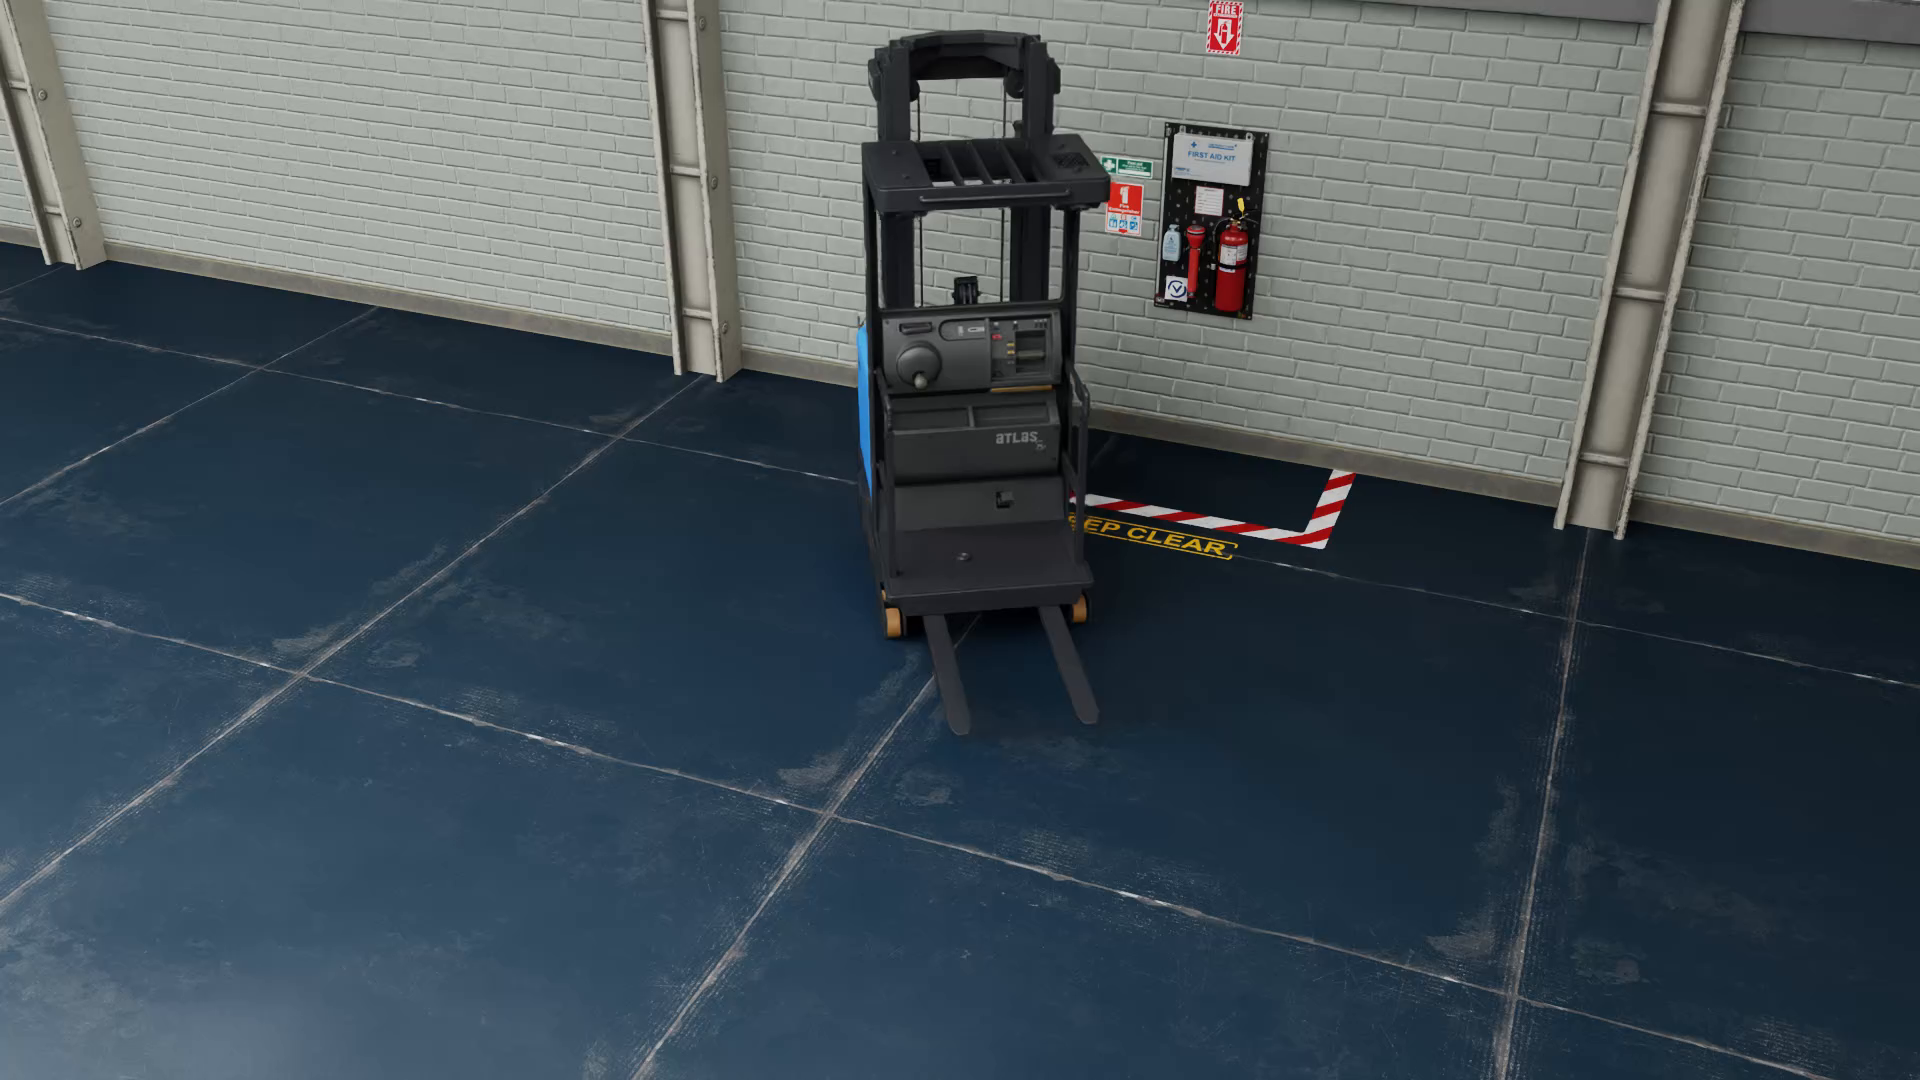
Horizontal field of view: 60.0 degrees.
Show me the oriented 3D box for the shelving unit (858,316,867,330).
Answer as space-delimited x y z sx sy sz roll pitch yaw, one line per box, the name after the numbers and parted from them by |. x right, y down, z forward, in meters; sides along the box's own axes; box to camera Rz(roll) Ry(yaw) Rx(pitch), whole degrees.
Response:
-0.469 -0.915 10.303 0.252 1.050 0.215 7 30 12 | shelving unit

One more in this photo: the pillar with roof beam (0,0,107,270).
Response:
-8.973 -4.281 8.178 0.400 9.000 9.100 11 31 19 | pillar with roof beam

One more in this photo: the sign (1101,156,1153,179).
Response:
1.017 -2.277 10.155 0.331 0.109 0.001 11 31 19 | sign

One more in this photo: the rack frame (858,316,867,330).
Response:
-0.588 -0.930 10.329 0.008 1.050 0.200 7 30 12 | rack frame

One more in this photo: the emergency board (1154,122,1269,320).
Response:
1.490 -1.886 10.039 0.643 1.169 0.194 11 31 19 | emergency board

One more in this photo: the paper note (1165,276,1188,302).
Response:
1.351 -1.567 10.369 0.142 0.148 0.016 11 31 19 | paper note

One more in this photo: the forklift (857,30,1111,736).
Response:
0.098 -0.941 8.436 1.130 2.935 3.031 -4 30 -7 | forklift

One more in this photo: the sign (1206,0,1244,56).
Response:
1.520 -2.942 9.551 0.199 0.298 0.001 11 31 19 | sign

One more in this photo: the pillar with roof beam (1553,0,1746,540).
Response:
2.147 -2.060 4.250 0.400 9.000 9.100 11 31 19 | pillar with roof beam

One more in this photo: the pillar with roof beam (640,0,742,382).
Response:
-3.413 -3.170 6.214 0.400 9.000 9.100 11 31 19 | pillar with roof beam

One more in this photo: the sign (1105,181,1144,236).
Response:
1.016 -2.051 10.294 0.234 0.329 0.001 11 31 19 | sign
